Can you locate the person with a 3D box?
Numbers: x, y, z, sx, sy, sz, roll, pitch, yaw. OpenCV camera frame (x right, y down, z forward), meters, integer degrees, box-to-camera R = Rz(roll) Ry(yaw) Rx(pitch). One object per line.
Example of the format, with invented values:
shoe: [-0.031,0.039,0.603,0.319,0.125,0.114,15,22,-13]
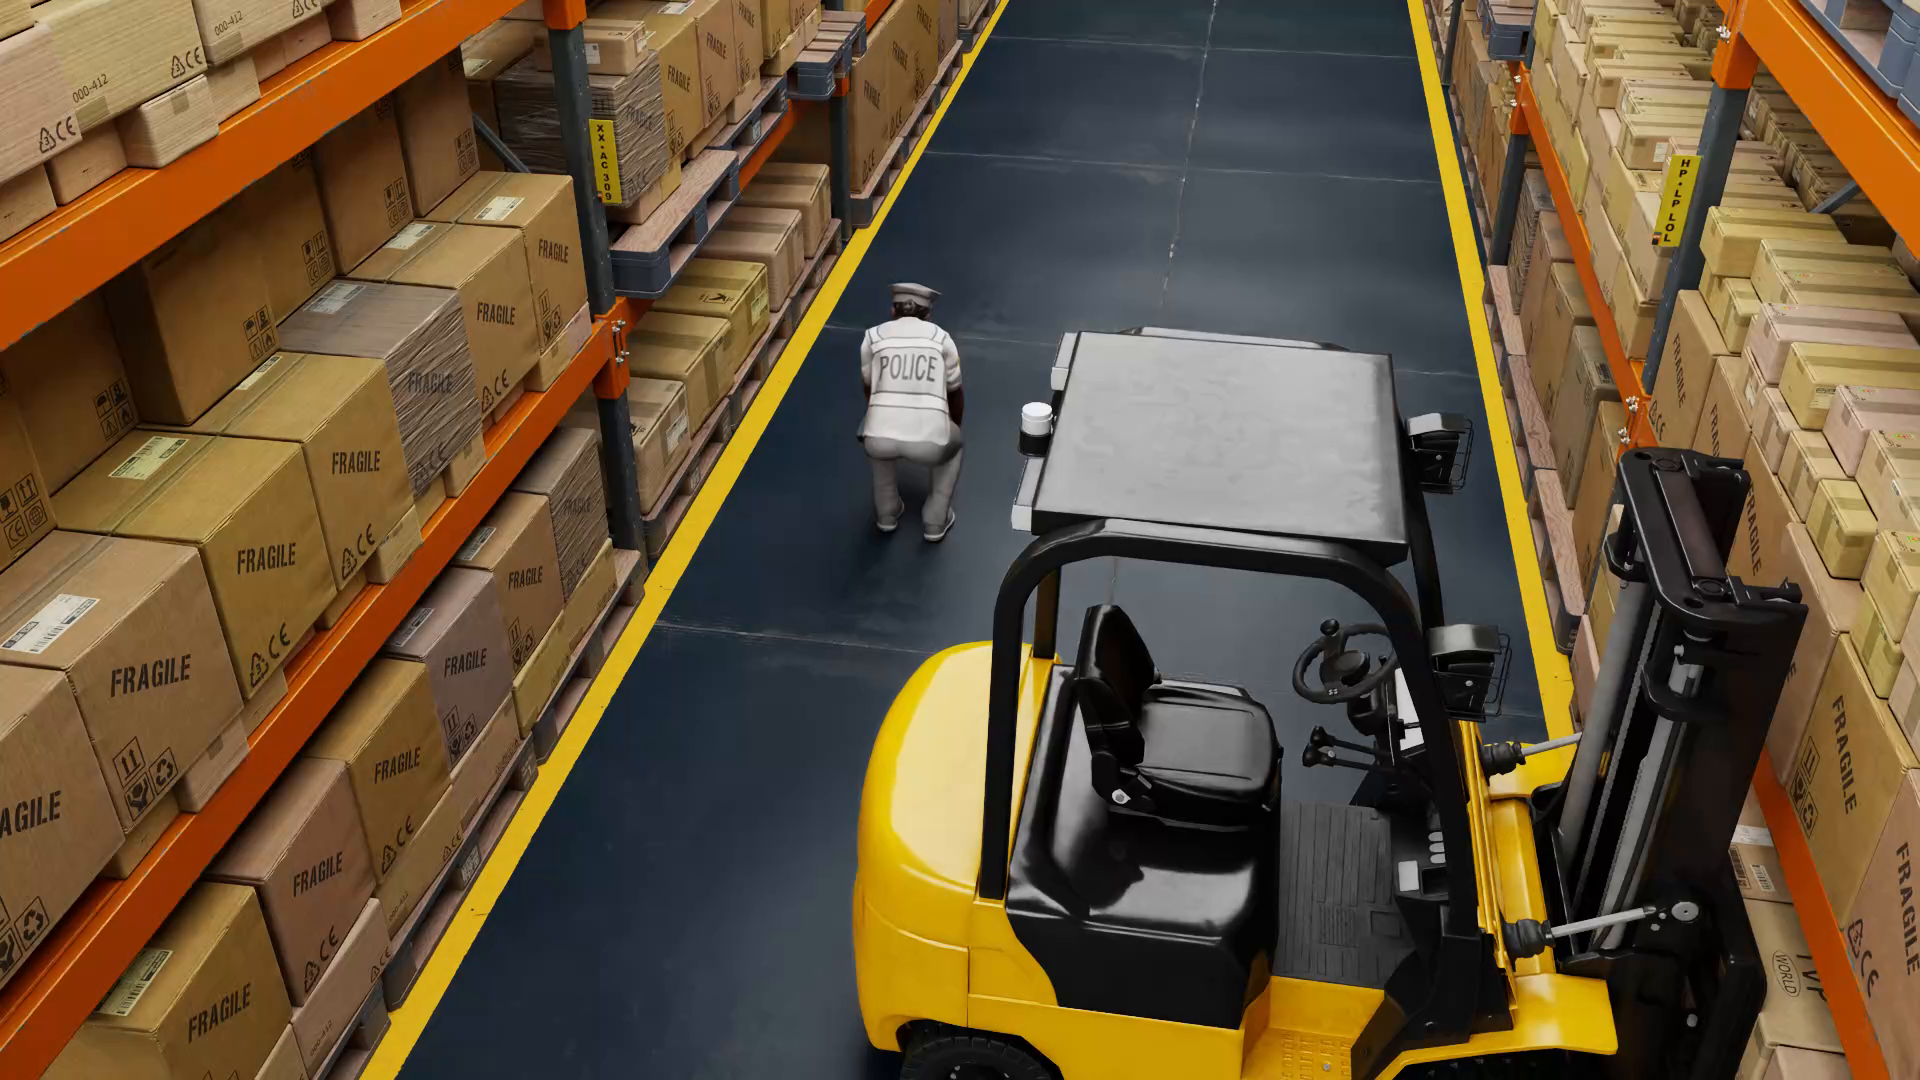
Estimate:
person: [-0.231,-0.578,7.593,0.489,1.076,0.826,5,33,8]
